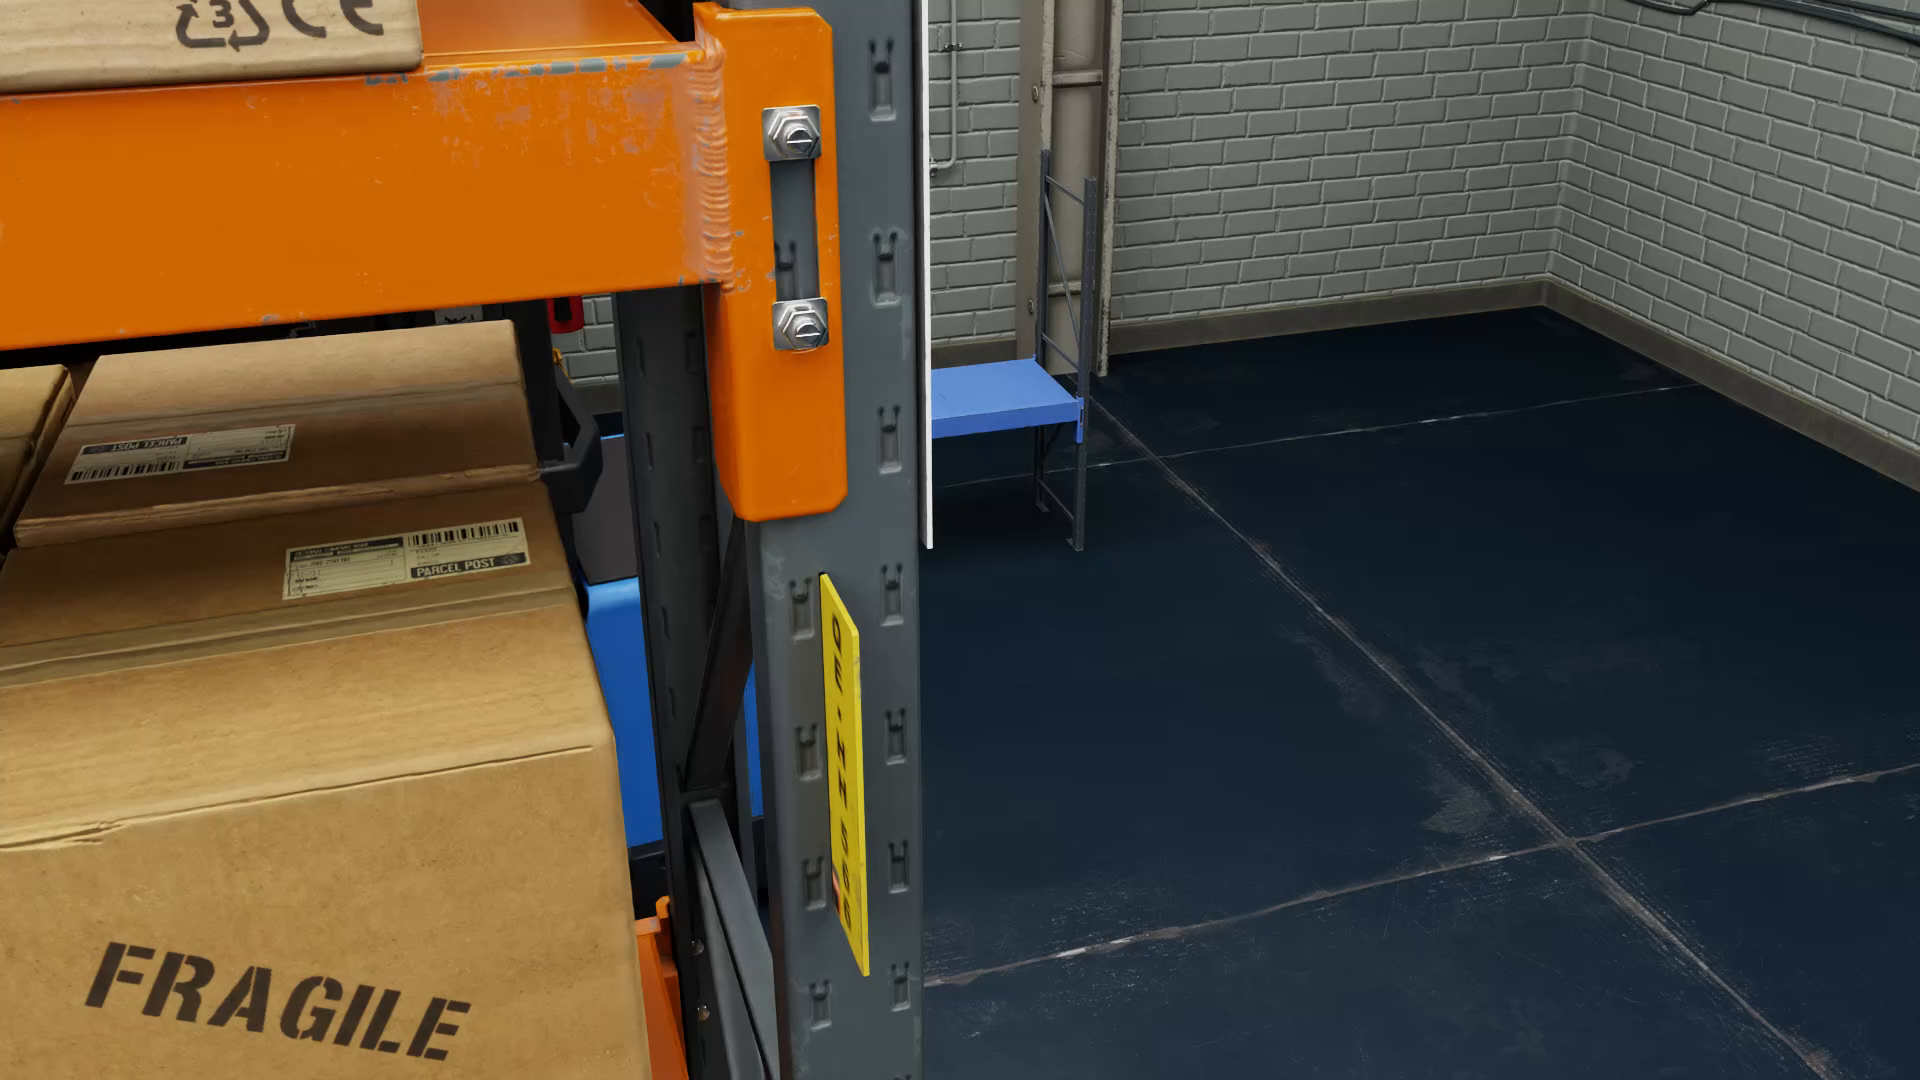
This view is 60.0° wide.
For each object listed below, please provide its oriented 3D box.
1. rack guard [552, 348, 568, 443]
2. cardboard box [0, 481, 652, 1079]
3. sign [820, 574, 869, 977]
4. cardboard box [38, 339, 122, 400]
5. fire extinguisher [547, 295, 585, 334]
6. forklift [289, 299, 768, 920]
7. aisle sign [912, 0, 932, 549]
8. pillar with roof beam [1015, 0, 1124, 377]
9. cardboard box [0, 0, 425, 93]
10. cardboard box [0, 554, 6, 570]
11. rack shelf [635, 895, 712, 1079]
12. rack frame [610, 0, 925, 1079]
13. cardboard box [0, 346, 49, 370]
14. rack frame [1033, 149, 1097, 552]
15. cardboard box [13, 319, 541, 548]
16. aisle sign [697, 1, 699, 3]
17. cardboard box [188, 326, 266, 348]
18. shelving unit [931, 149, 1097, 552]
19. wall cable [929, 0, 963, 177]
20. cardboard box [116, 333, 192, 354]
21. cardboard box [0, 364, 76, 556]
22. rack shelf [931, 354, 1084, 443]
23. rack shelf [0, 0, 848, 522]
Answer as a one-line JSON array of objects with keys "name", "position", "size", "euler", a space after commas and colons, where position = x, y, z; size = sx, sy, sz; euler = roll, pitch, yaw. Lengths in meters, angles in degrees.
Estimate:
[{"name": "rack guard", "position": [-1.759, -0.362, 6.918], "size": [0.348, 0.500, 1.175], "euler": [-8, 28, -16]}, {"name": "cardboard box", "position": [-0.583, 0.300, 1.535], "size": [0.500, 0.500, 0.500], "euler": [-8, 28, -17]}, {"name": "sign", "position": [-0.092, 0.192, 1.332], "size": [0.005, 0.325, 0.100], "euler": [-8, 28, -16]}, {"name": "cardboard box", "position": [-3.321, -0.661, 6.318], "size": [0.250, 0.149, 0.380], "euler": [-8, 27, -15]}, {"name": "fire extinguisher", "position": [-1.496, -1.103, 6.104], "size": [0.183, 0.674, 0.296], "euler": [-8, 28, -16]}, {"name": "forklift", "position": [-1.759, -0.292, 4.043], "size": [3.031, 2.935, 1.130], "euler": [-11, 29, -21]}, {"name": "aisle sign", "position": [-0.085, -0.429, 1.317], "size": [0.004, 0.787, 0.394], "euler": [-8, 28, -16]}, {"name": "pillar with roof beam", "position": [1.850, -3.083, 2.840], "size": [0.400, 9.000, 9.100], "euler": [-8, 28, -16]}, {"name": "cardboard box", "position": [-0.652, -0.479, 1.137], "size": [0.500, 0.250, 0.500], "euler": [-8, 28, -16]}, {"name": "cardboard box", "position": [-1.063, 0.370, 1.394], "size": [0.500, 0.500, 0.500], "euler": [-7, 27, -15]}, {"name": "rack shelf", "position": [-2.146, 1.213, 1.743], "size": [4.000, 0.370, 1.077], "euler": [-8, 28, -16]}, {"name": "rack frame", "position": [-0.246, 0.614, 2.140], "size": [0.053, 2.616, 0.949], "euler": [-8, 28, -16]}, {"name": "cardboard box", "position": [-3.565, -0.626, 6.246], "size": [0.250, 0.149, 0.380], "euler": [-8, 27, -16]}, {"name": "rack frame", "position": [0.402, -0.730, 6.534], "size": [0.032, 1.500, 0.500], "euler": [-8, 28, -16]}, {"name": "cardboard box", "position": [-0.748, 0.072, 1.994], "size": [0.500, 0.500, 0.500], "euler": [-7, 27, -15]}, {"name": "aisle sign", "position": [-0.271, -0.683, 1.828], "size": [0.004, 0.787, 0.394], "euler": [-8, 28, -16]}, {"name": "cardboard box", "position": [-2.841, -0.731, 6.458], "size": [0.250, 0.149, 0.380], "euler": [-8, 28, -16]}, {"name": "shelving unit", "position": [-0.081, -0.660, 6.393], "size": [1.048, 1.500, 0.538], "euler": [-8, 28, -16]}, {"name": "wall cable", "position": [-0.858, -2.510, 7.290], "size": [1.851, 1.984, 0.084], "euler": [-8, 28, -16]}, {"name": "cardboard box", "position": [-3.080, -0.696, 6.389], "size": [0.250, 0.149, 0.380], "euler": [-8, 28, -16]}, {"name": "cardboard box", "position": [-1.243, 0.147, 1.843], "size": [0.500, 0.500, 0.500], "euler": [-8, 27, -16]}, {"name": "rack shelf", "position": [-0.081, -0.499, 6.473], "size": [1.000, 0.185, 0.538], "euler": [-8, 28, -16]}, {"name": "rack shelf", "position": [-2.146, -0.131, 1.076], "size": [4.000, 0.370, 1.077], "euler": [-8, 28, -16]}]
